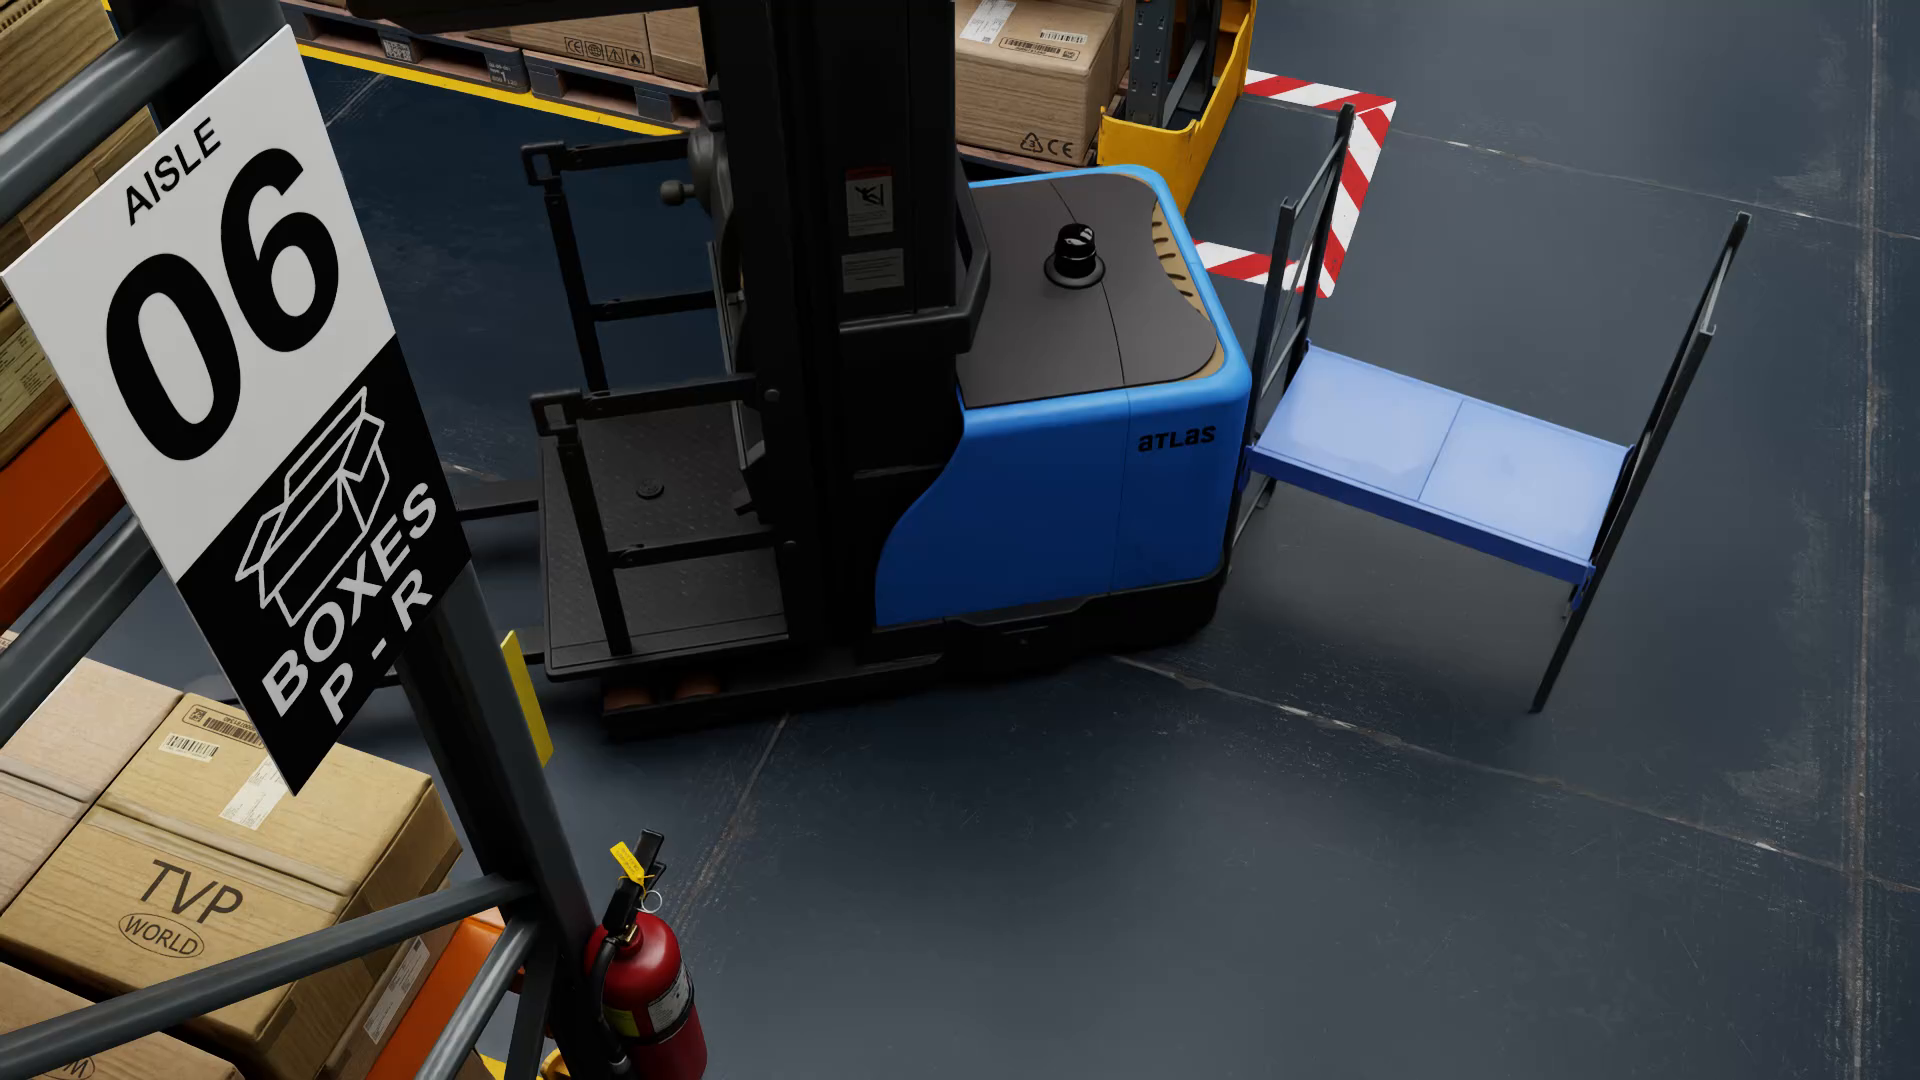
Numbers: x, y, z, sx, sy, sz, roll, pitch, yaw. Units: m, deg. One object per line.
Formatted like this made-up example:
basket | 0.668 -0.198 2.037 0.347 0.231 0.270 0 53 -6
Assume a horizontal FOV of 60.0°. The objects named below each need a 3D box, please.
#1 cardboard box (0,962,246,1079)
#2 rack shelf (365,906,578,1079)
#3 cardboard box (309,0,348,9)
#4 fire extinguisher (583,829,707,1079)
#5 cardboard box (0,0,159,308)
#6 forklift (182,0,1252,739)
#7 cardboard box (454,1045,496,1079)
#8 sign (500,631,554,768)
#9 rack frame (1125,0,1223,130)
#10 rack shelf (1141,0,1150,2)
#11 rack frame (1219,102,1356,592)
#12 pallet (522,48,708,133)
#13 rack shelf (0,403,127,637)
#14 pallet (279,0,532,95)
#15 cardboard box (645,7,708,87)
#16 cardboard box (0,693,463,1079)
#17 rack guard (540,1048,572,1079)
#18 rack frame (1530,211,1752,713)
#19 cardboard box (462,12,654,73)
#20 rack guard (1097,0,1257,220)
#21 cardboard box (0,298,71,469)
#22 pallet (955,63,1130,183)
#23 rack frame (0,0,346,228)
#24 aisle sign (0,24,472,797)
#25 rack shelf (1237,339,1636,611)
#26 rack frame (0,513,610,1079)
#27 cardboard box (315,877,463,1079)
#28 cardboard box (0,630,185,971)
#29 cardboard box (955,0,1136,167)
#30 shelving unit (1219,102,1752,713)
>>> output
cardboard box | -1.401 0.964 2.474 0.500 0.250 0.500 17 51 14
rack shelf | -2.754 0.657 3.314 4.000 0.370 1.077 16 51 13
cardboard box | -2.362 -2.680 7.148 0.875 0.438 0.875 15 51 13
fire extinguisher | -0.580 0.803 3.009 0.183 0.674 0.296 16 51 13
cardboard box | -1.199 -0.396 1.668 0.500 0.250 0.500 15 51 13
forklift | -0.781 -0.820 4.164 3.031 2.935 1.130 -8 50 -7
cardboard box | -1.419 1.398 3.570 0.637 0.503 0.797 14 51 12
sign | -0.690 0.277 2.595 0.005 0.325 0.100 16 51 13
rack frame | 0.839 -2.575 5.639 0.127 3.000 1.000 16 51 13
rack shelf | -1.037 -2.863 6.365 4.000 0.370 1.077 16 51 13
rack frame | 0.923 -0.501 4.834 0.032 1.500 0.500 21 52 17
pallet | -1.079 -2.136 7.104 1.213 0.211 1.003 16 51 13
rack shelf | -2.754 -0.326 2.181 4.000 0.370 1.077 16 51 13
pallet | -2.227 -2.454 7.380 1.213 0.211 1.003 16 51 13
cardboard box | -0.676 -2.209 6.739 0.875 0.438 0.875 17 51 14
cardboard box | -1.210 0.587 2.801 0.500 0.250 0.500 16 51 13
rack guard | -0.949 1.744 3.550 0.348 0.500 1.175 16 51 13
rack frame | 1.828 -0.150 4.530 0.032 1.500 0.500 21 52 17
cardboard box | -1.522 -2.446 6.945 0.875 0.438 0.875 14 51 12
rack guard | 0.861 -1.750 6.578 0.348 0.500 1.175 16 51 13
cardboard box | -1.096 -0.204 1.765 0.250 0.149 0.380 17 51 14
pallet | 0.062 -1.815 6.826 1.213 0.211 1.003 16 51 13
rack frame | -0.878 -1.020 0.322 0.127 3.000 1.000 16 51 13
aisle sign | -0.712 -0.097 1.771 0.004 0.787 0.394 16 51 13
rack shelf | 1.375 -0.208 4.818 1.000 0.185 0.538 21 52 17
rack frame | -0.878 0.945 2.589 0.127 3.000 1.000 16 51 13
cardboard box | -1.091 0.747 2.927 0.250 0.149 0.380 15 51 13
cardboard box | -1.683 0.455 2.916 0.500 0.250 0.500 16 51 14
cardboard box | 0.185 -1.975 6.537 0.875 0.438 0.875 14 51 12
shelving unit | 1.375 -0.326 4.682 1.048 1.500 0.538 21 52 17
